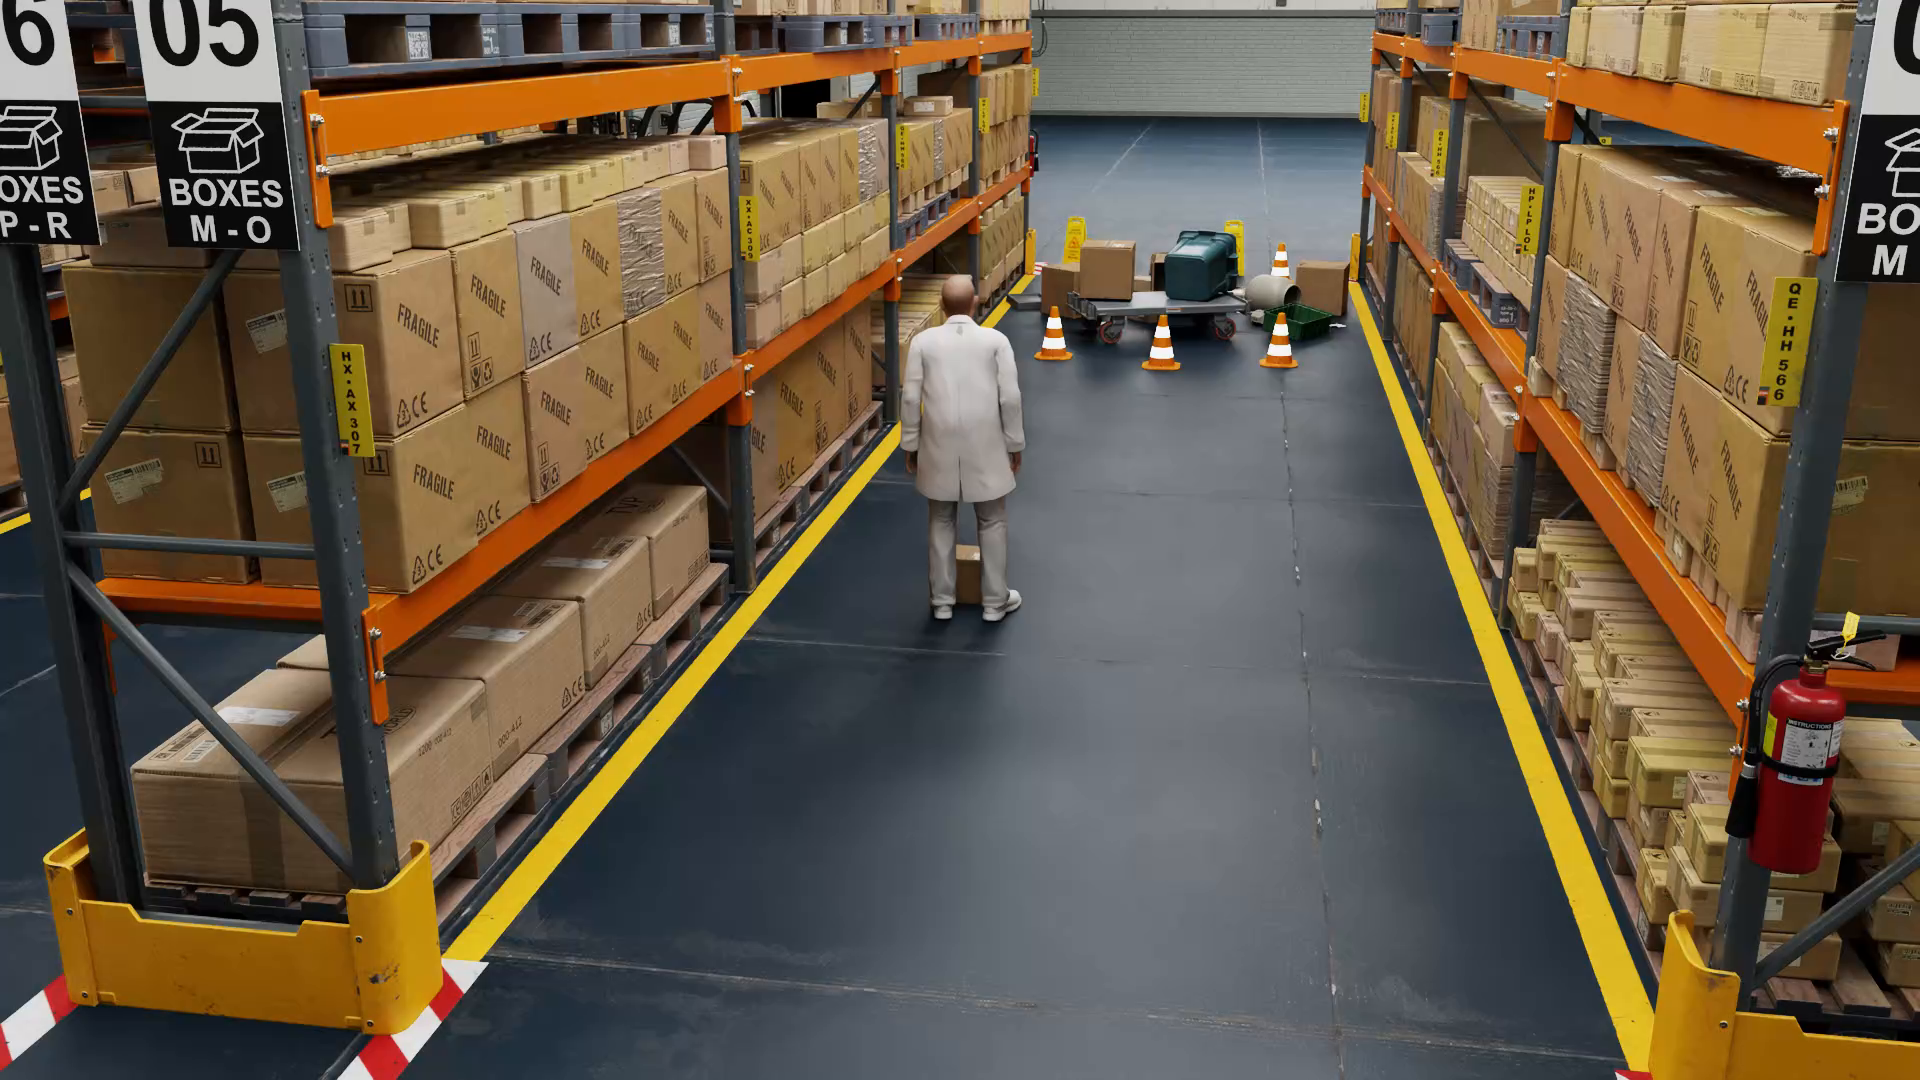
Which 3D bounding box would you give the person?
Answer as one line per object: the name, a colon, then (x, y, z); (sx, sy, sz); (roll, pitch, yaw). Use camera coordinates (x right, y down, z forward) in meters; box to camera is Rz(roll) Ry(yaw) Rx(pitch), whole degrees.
person: (0.012, -0.465, 8.542); (0.646, 1.772, 0.429); (2, 18, 5)
